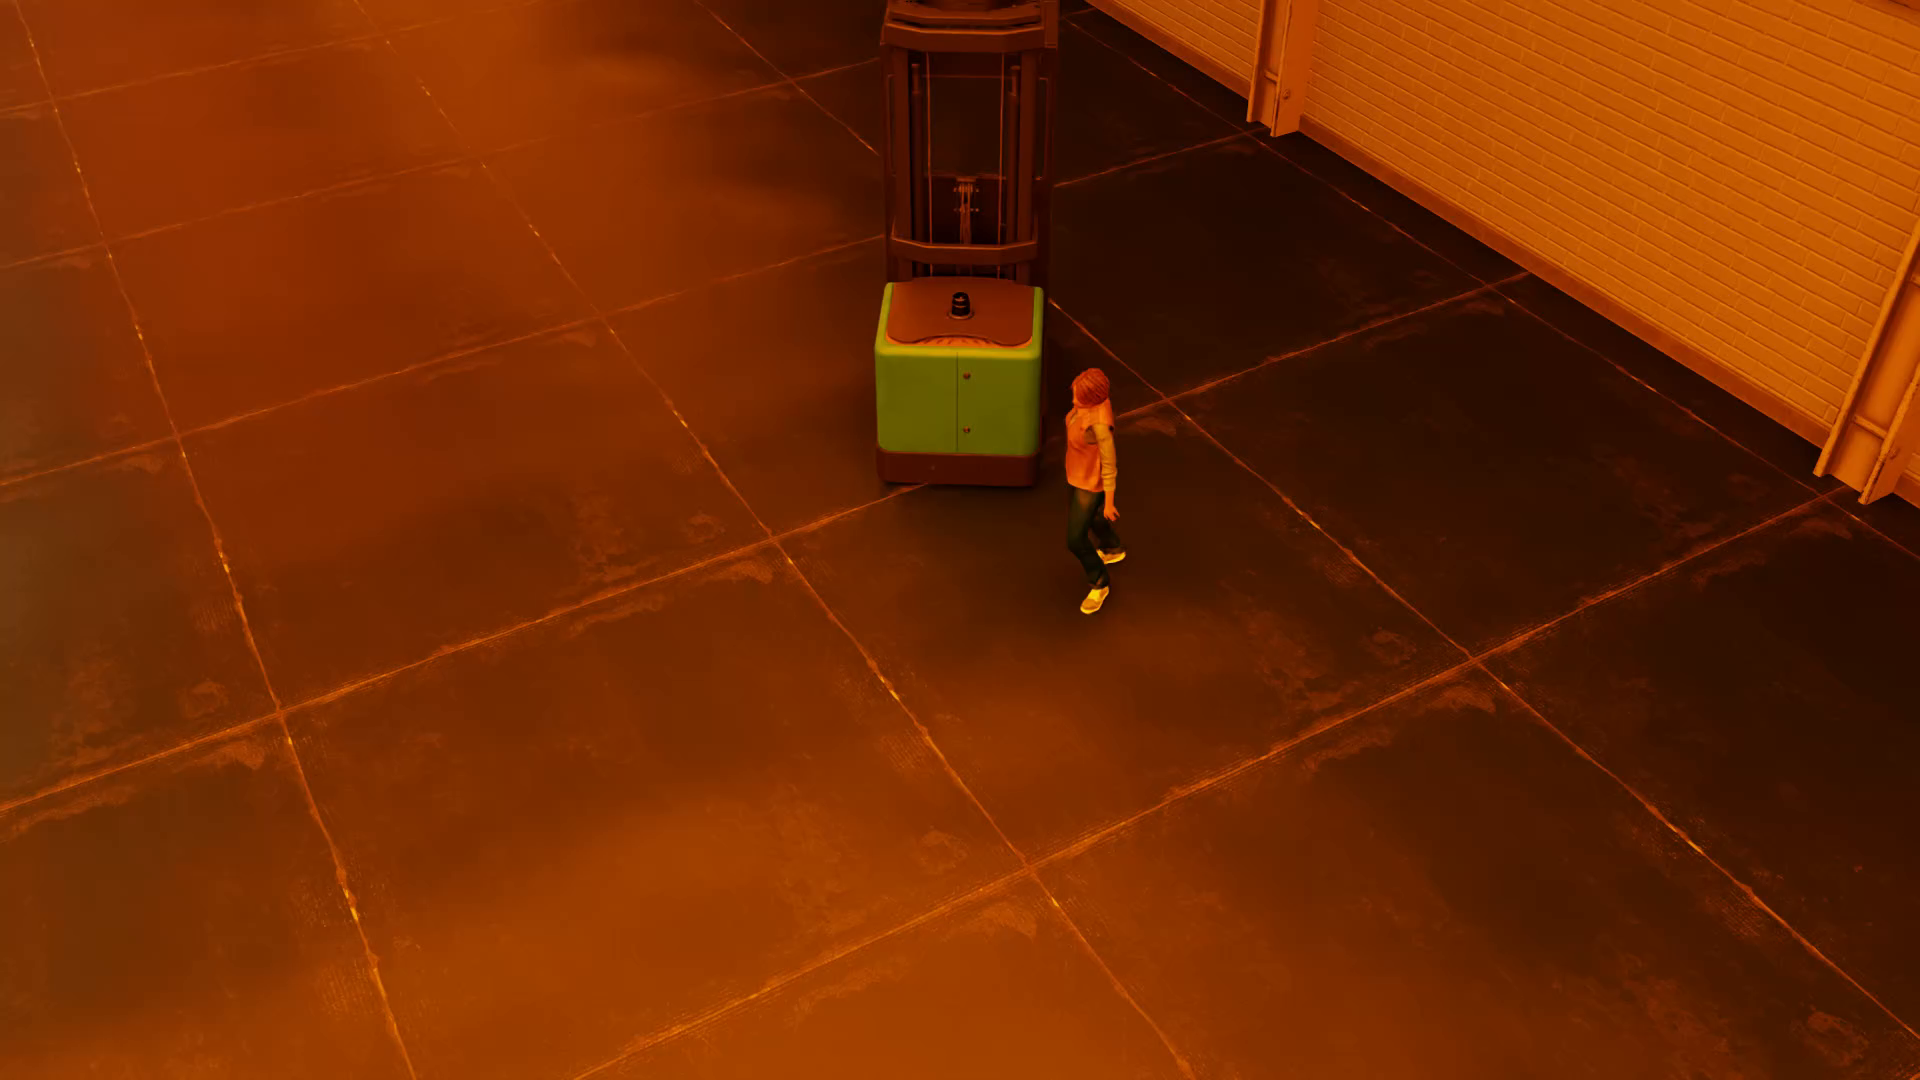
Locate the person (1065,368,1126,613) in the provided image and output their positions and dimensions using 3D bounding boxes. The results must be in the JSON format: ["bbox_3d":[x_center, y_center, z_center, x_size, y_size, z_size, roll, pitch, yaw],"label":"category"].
[{"bbox_3d":[0.805,-0.371,9.611,0.420,1.566,0.745,-2,40,-2],"label":"person"}]

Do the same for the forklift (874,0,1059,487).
[{"bbox_3d":[0.065,-2.391,10.919,1.130,2.935,3.031,2,40,2],"label":"forklift"}]
